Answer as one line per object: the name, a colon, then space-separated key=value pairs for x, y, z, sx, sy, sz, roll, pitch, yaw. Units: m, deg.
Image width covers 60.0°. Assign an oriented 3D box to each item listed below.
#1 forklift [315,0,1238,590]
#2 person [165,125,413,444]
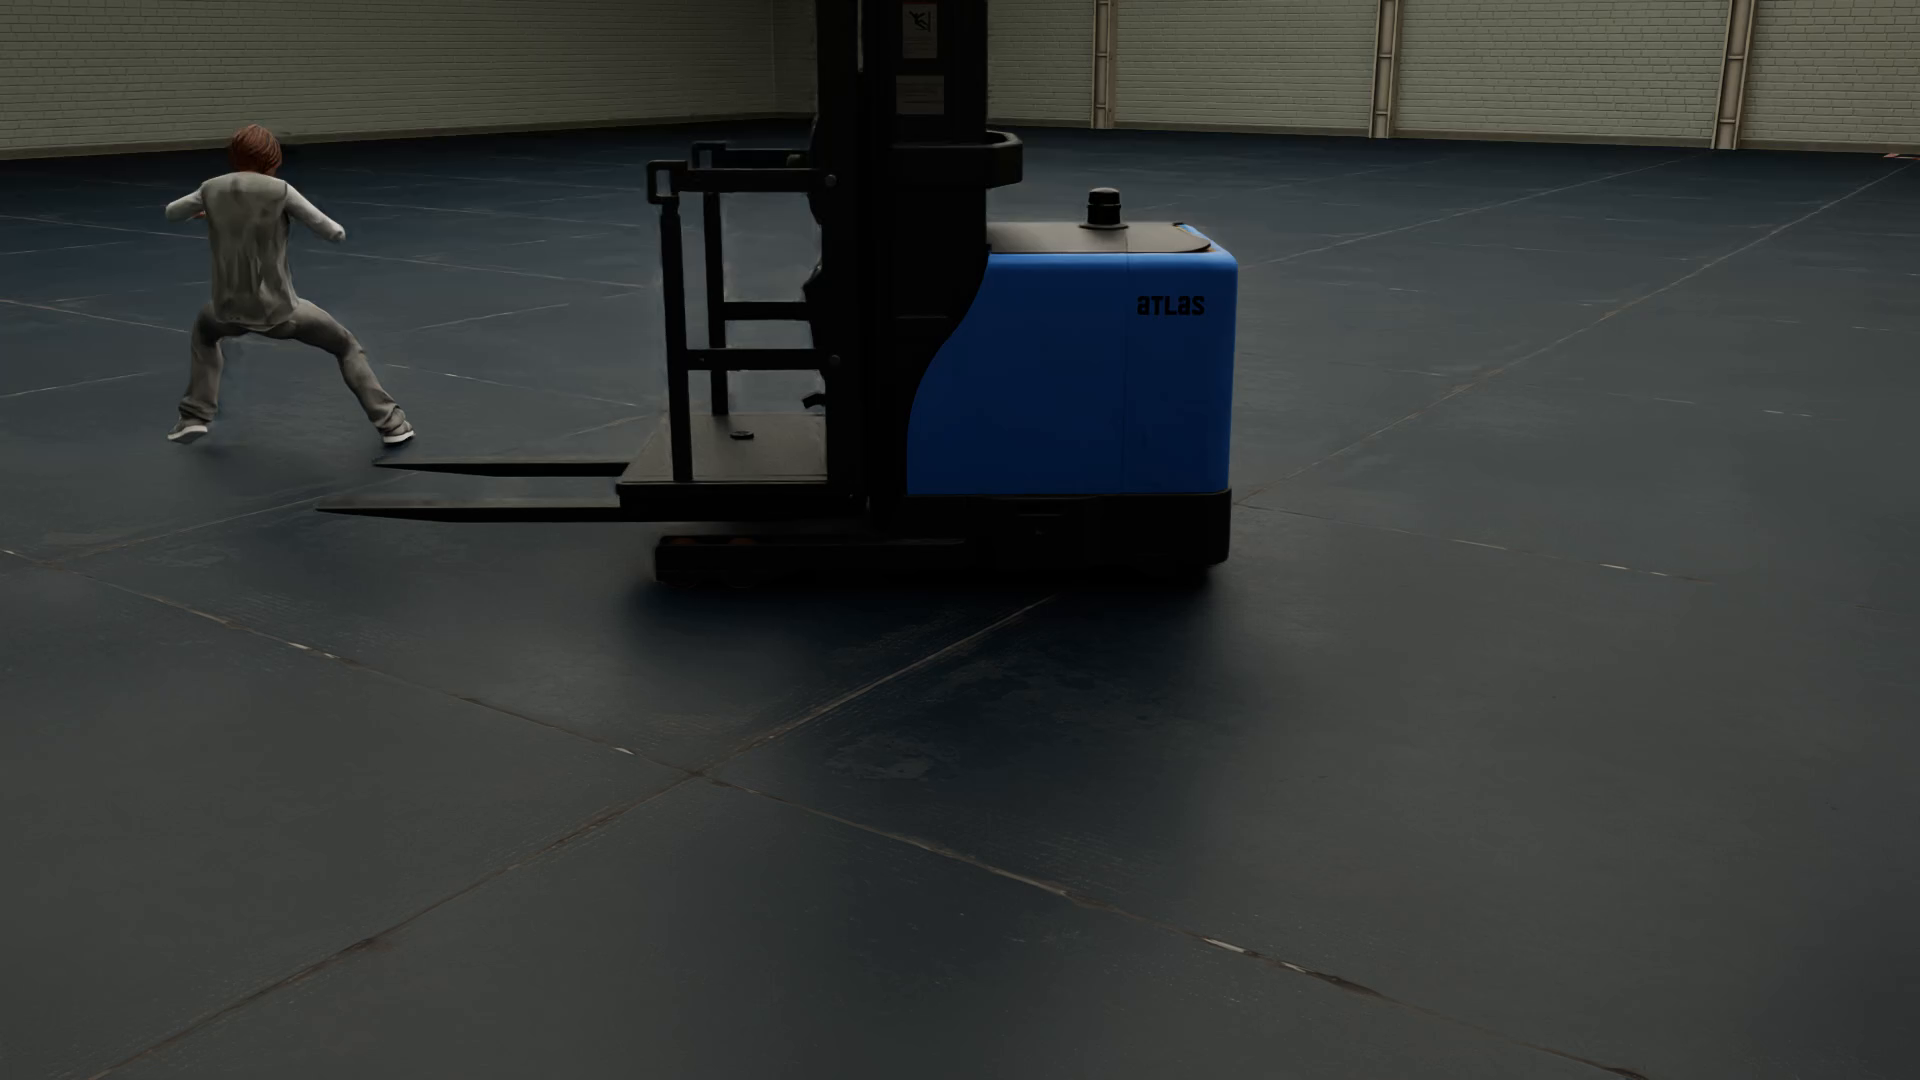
forklift: x=-0.633 y=-1.396 z=5.500 sx=3.031 sy=2.935 sz=1.130 roll=0 pitch=17 yaw=-1
person: x=-2.962 y=-1.065 z=7.136 sx=0.997 sy=1.360 sz=0.618 roll=1 pitch=17 yaw=2
